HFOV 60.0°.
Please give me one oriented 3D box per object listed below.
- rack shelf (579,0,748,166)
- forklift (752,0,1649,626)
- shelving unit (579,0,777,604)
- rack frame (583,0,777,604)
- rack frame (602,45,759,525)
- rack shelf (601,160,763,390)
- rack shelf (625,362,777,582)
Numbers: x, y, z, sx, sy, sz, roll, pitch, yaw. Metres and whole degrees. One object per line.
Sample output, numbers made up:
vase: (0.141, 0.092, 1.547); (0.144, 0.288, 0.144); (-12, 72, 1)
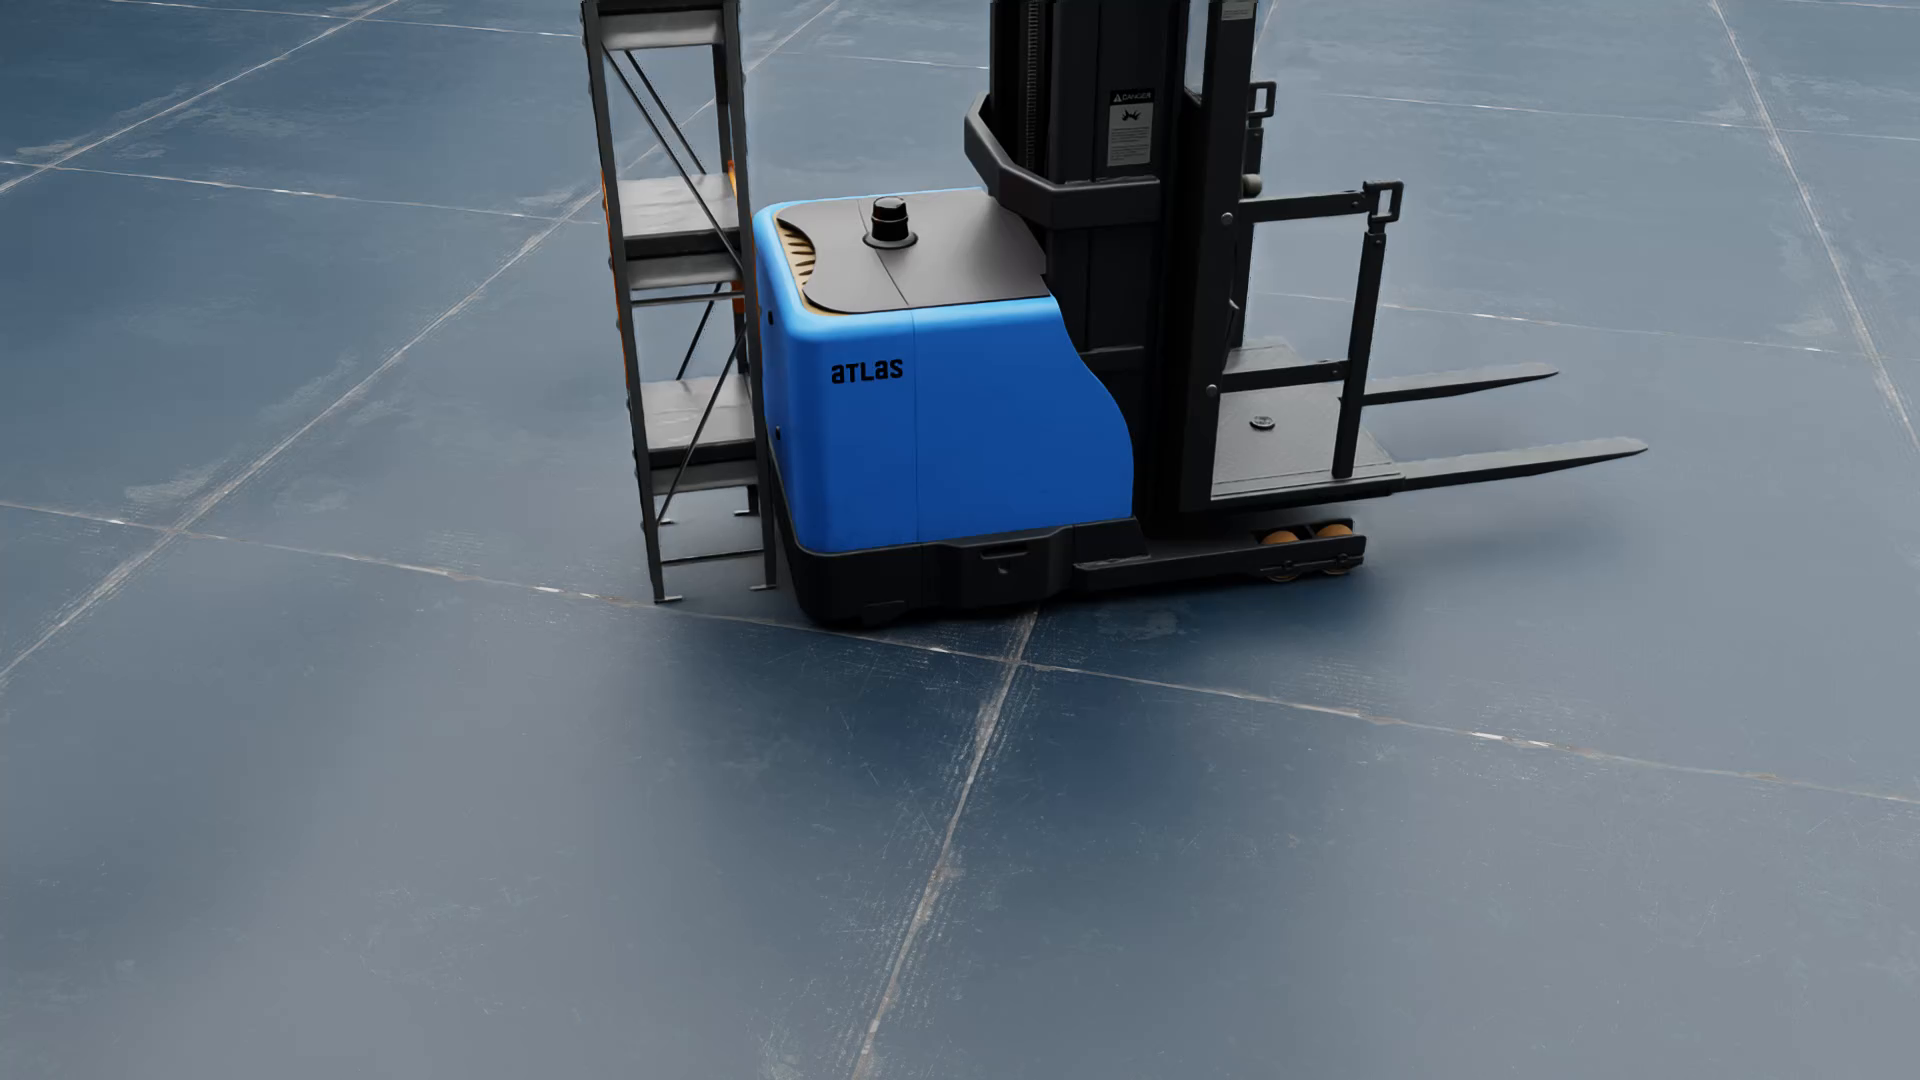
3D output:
rack shelf: (-0.855, -1.412, 4.735); (0.431, 0.518, 0.480); (-7, 33, -11)
forklift: (0.873, -1.368, 5.169); (3.031, 2.935, 1.130); (-7, 33, -11)
shelving unit: (-0.855, -0.833, 5.103); (0.431, 2.100, 0.503); (-7, 33, -11)
rack frame: (-0.801, -0.705, 4.902); (0.400, 2.100, 0.015); (-7, 33, -11)
rack frame: (-0.909, -0.961, 5.304); (0.400, 2.100, 0.015); (-7, 33, -11)
rack shelf: (-0.855, -0.821, 5.110); (0.431, 0.518, 0.480); (-7, 33, -11)
rack shelf: (-0.855, -0.231, 5.486); (0.431, 0.518, 0.480); (-7, 33, -11)
